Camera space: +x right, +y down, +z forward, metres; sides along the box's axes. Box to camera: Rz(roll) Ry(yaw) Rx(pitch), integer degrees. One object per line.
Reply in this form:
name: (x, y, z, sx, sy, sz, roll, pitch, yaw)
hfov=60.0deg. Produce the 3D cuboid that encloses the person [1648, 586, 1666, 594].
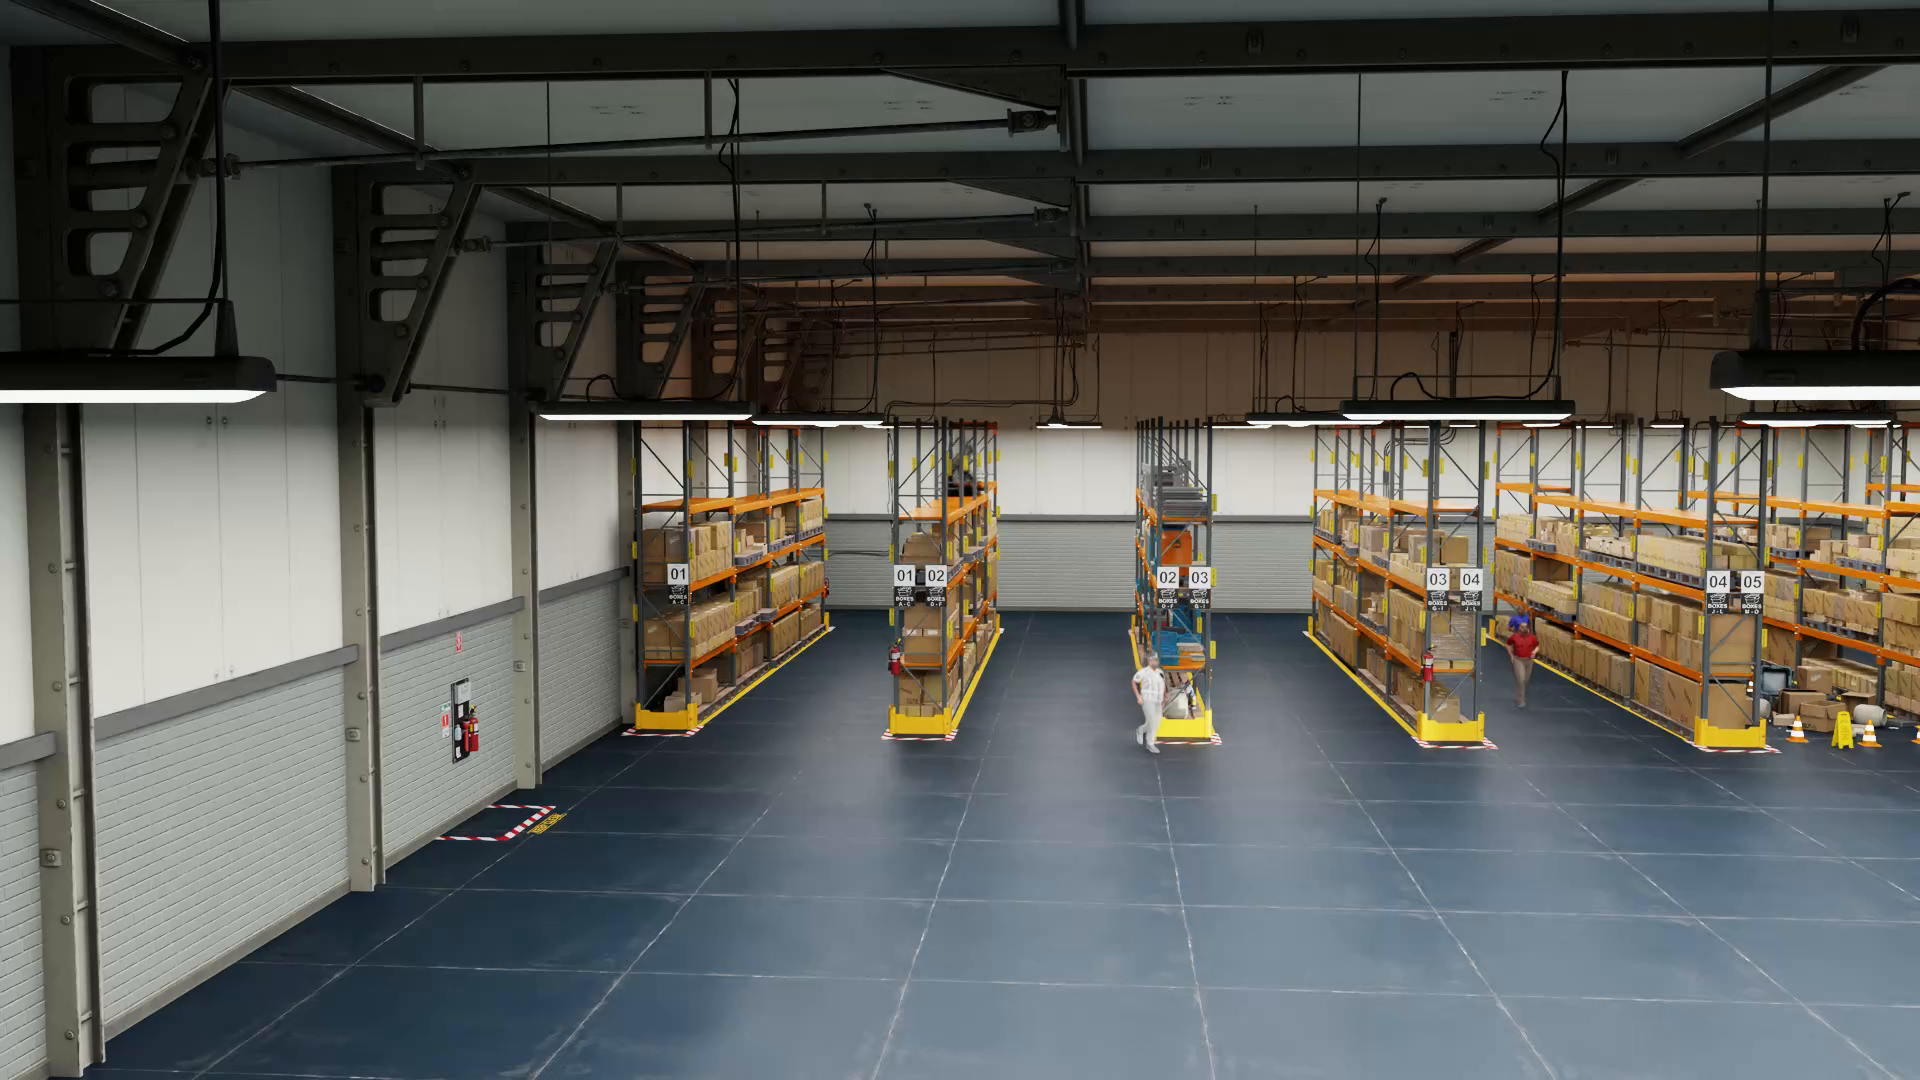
person: (19.763, 1.808, 47.246, 0.782, 1.704, 0.682, 1, 4, 12)

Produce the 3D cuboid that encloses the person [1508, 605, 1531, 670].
person: (13.117, 2.344, 38.954, 0.596, 1.663, 0.932, 0, 4, 2)

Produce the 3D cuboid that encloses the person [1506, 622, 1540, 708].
person: (11.795, 2.590, 34.843, 0.658, 1.770, 0.854, 0, 4, 0)

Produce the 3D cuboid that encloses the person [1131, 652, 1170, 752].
person: (3.475, 2.908, 30.002, 0.714, 1.756, 0.691, -2, 4, -33)
